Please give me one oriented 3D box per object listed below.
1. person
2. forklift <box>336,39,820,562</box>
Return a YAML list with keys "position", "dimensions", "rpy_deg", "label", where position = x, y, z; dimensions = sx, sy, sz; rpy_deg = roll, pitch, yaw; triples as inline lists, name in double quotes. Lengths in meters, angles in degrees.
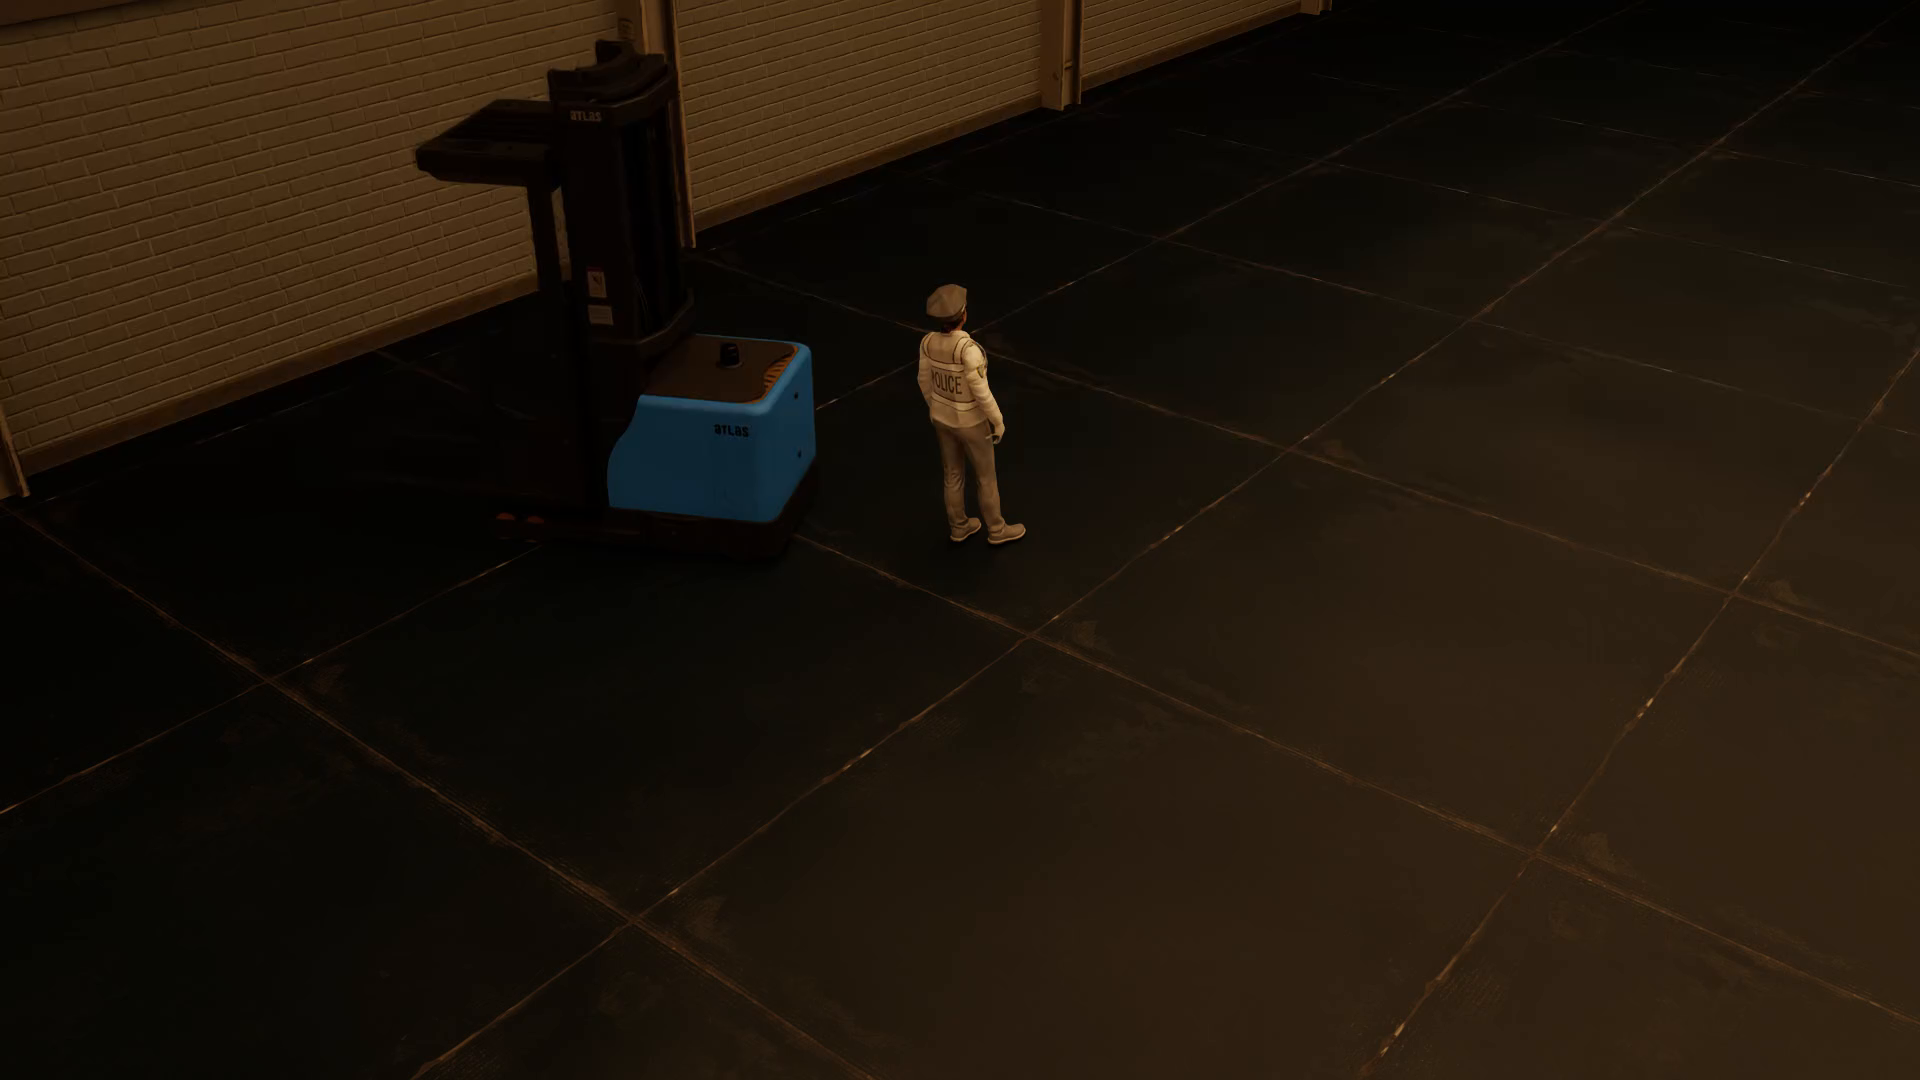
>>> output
- position: [0.047, -0.762, 10.111]
  dimensions: [0.588, 1.697, 0.534]
  rpy_deg: [22, 37, 33]
  label: "person"
- position: [-2.496, -1.500, 10.162]
  dimensions: [3.031, 2.935, 1.130]
  rpy_deg: [6, 31, 10]
  label: "forklift"
